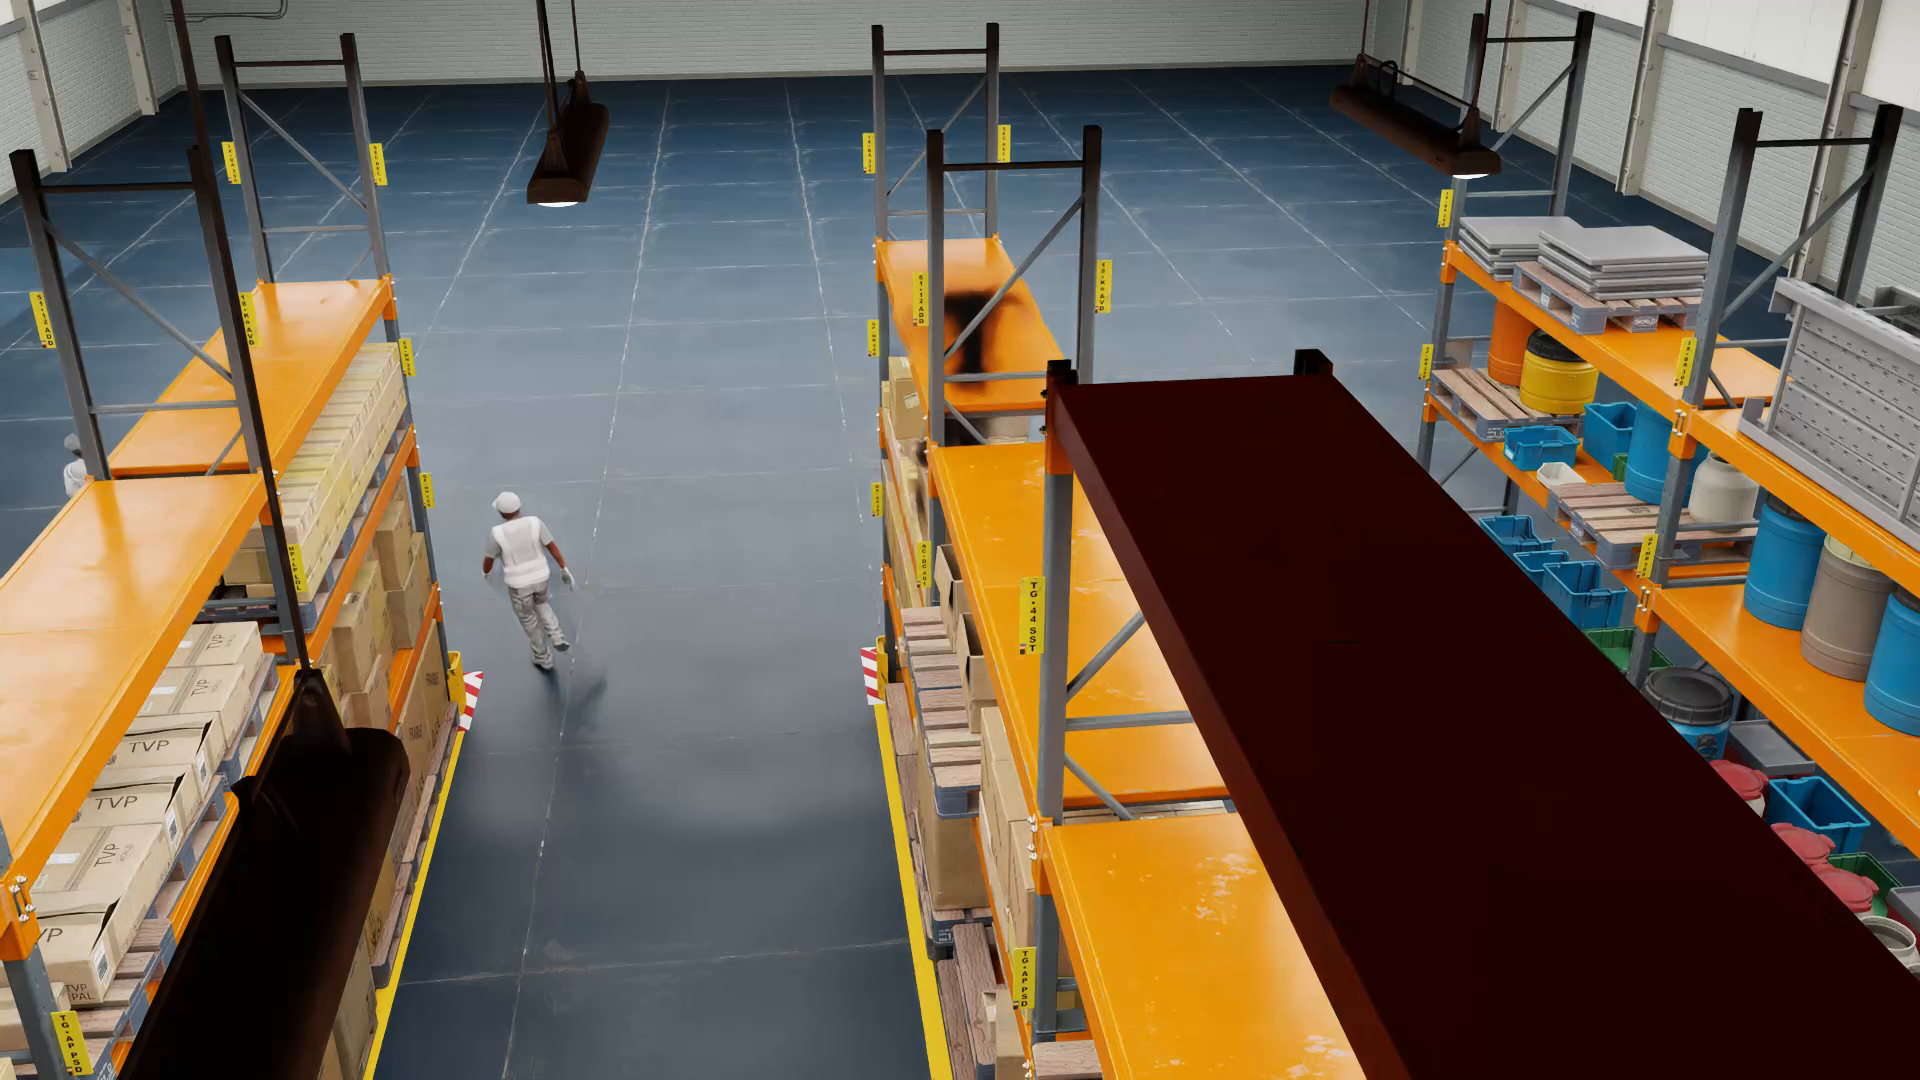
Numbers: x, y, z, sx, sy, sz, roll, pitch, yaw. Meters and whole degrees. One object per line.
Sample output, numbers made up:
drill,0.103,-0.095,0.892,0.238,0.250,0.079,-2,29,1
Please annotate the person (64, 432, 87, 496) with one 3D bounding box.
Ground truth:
person,-8.840,-0.303,17.190,0.662,1.663,0.797,-9,27,-17

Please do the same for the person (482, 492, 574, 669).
person,-4.107,0.366,15.715,0.696,1.739,0.745,-17,30,-31
